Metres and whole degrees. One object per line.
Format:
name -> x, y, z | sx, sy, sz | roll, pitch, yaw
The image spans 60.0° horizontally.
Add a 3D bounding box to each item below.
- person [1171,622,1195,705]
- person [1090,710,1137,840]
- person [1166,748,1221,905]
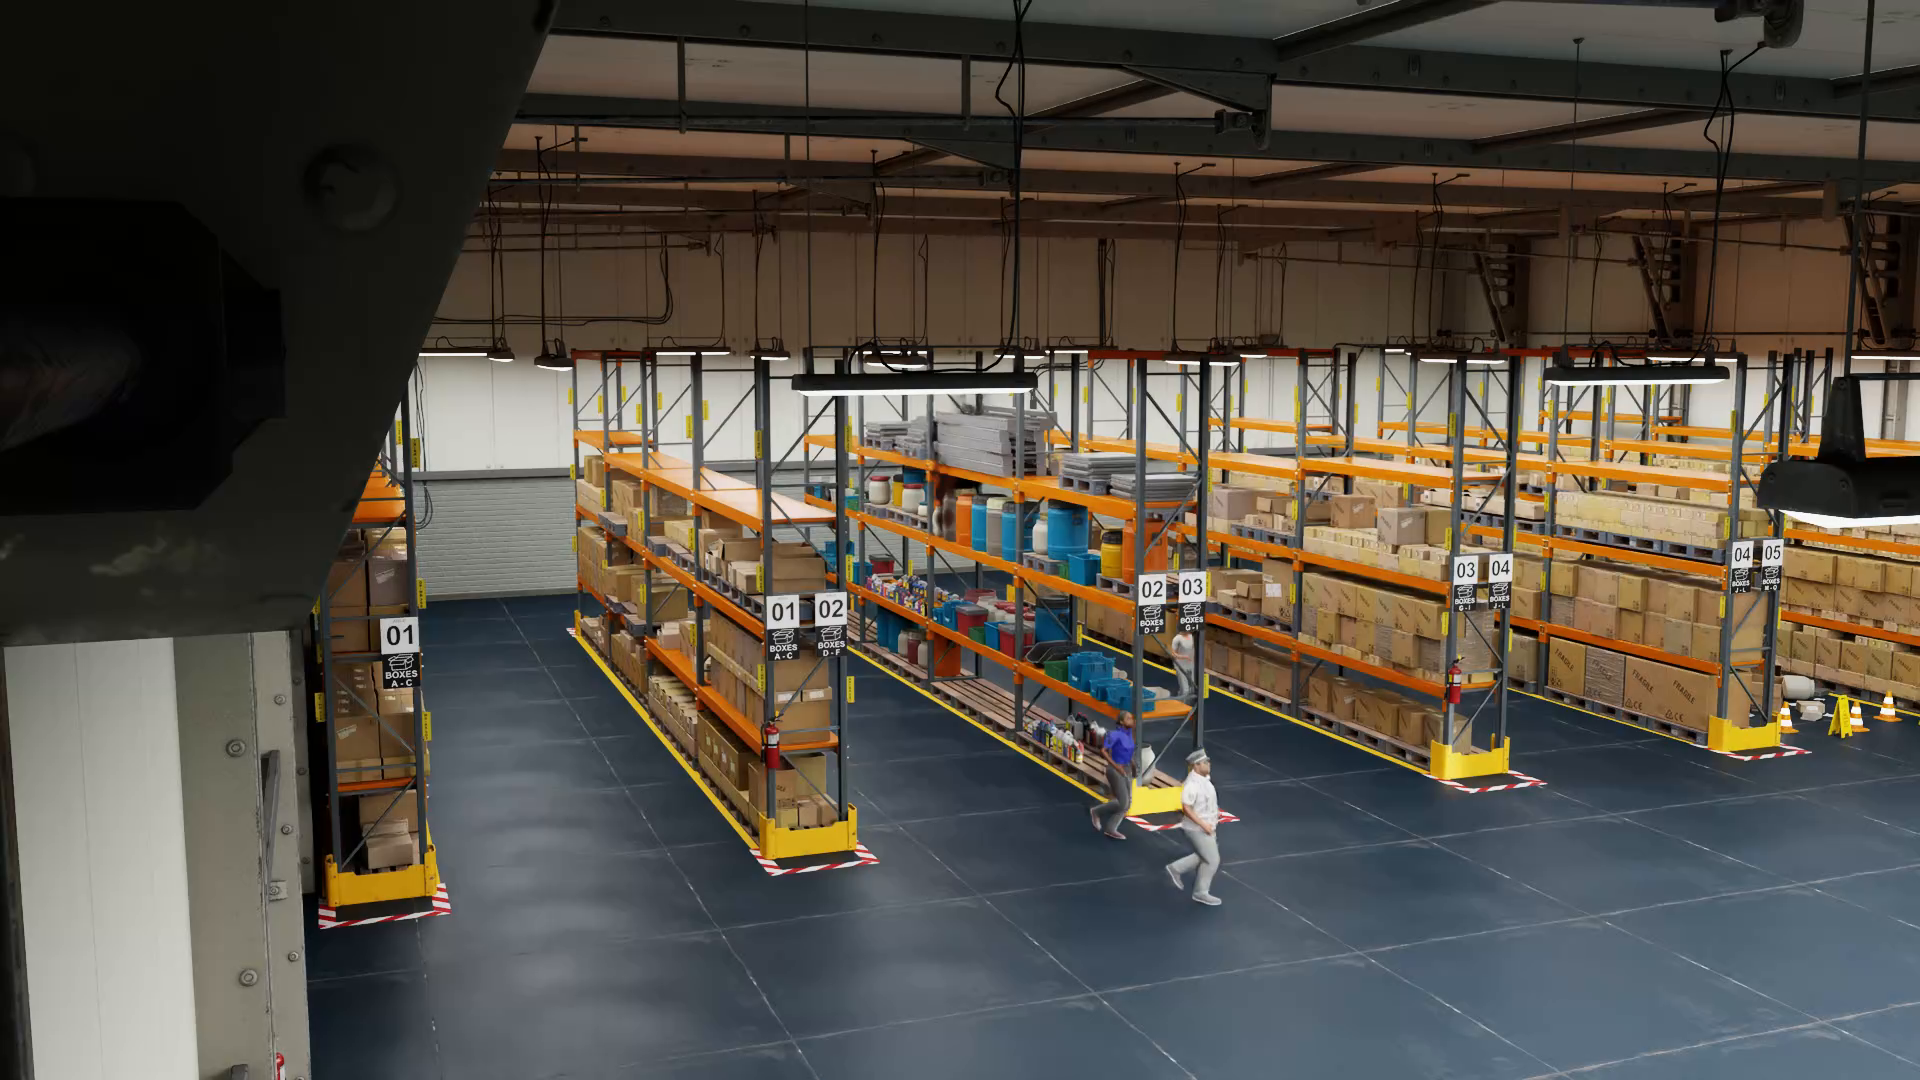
person -> 3.756, 2.112, 27.391 | 0.554, 1.627, 0.547 | -4, 8, -27
person -> 1.987, 2.948, 21.029 | 0.533, 1.598, 0.587 | 5, 8, 33
person -> 2.616, 3.180, 18.555 | 0.635, 1.755, 0.658 | 2, 7, 14
